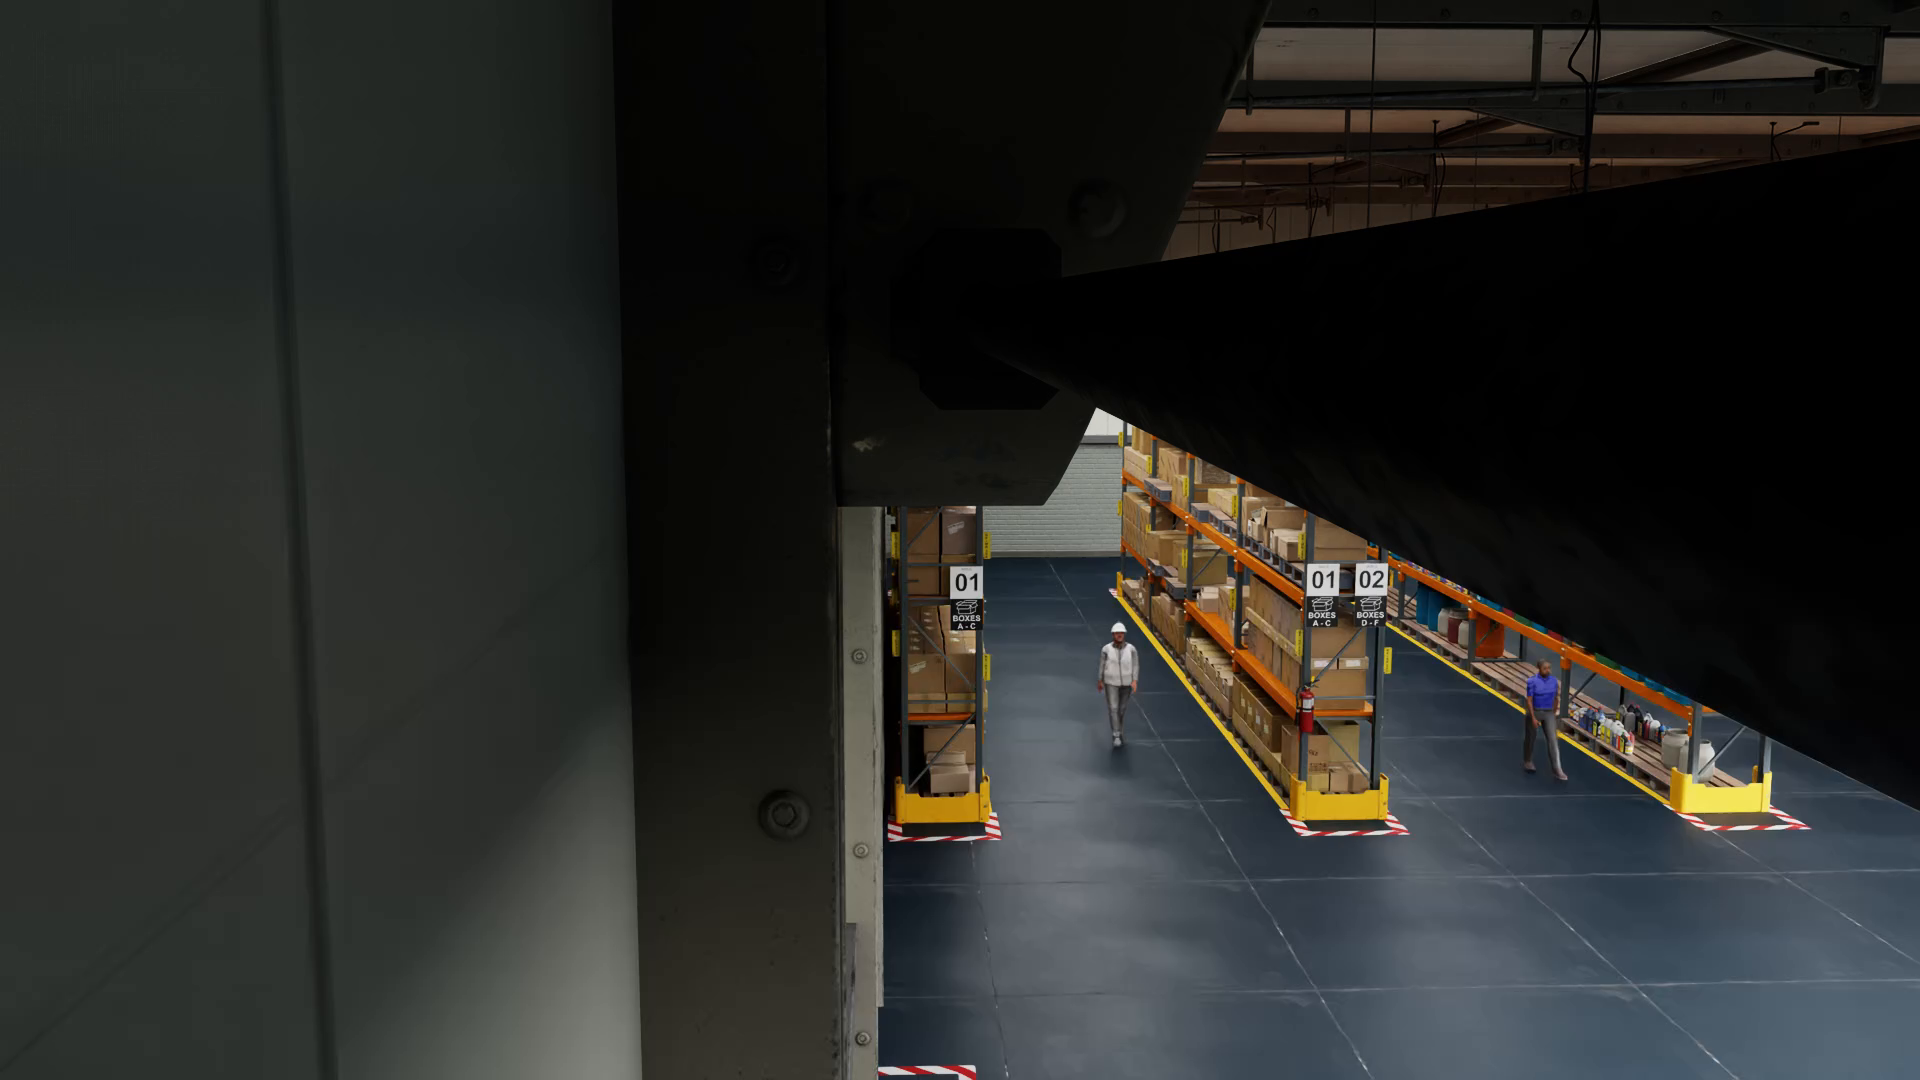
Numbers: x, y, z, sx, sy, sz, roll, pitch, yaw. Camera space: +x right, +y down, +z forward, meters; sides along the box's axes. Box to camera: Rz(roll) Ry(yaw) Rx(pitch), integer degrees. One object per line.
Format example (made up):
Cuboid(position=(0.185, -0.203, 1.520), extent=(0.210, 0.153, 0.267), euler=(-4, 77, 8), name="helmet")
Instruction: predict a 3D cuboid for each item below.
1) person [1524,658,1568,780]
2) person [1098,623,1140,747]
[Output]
Cuboid(position=(7.851, 2.387, 22.367), extent=(0.464, 1.594, 0.993), euler=(0, 8, 4), name="person")
Cuboid(position=(2.339, 2.069, 24.168), extent=(0.540, 1.700, 1.058), euler=(-2, 8, -12), name="person")
